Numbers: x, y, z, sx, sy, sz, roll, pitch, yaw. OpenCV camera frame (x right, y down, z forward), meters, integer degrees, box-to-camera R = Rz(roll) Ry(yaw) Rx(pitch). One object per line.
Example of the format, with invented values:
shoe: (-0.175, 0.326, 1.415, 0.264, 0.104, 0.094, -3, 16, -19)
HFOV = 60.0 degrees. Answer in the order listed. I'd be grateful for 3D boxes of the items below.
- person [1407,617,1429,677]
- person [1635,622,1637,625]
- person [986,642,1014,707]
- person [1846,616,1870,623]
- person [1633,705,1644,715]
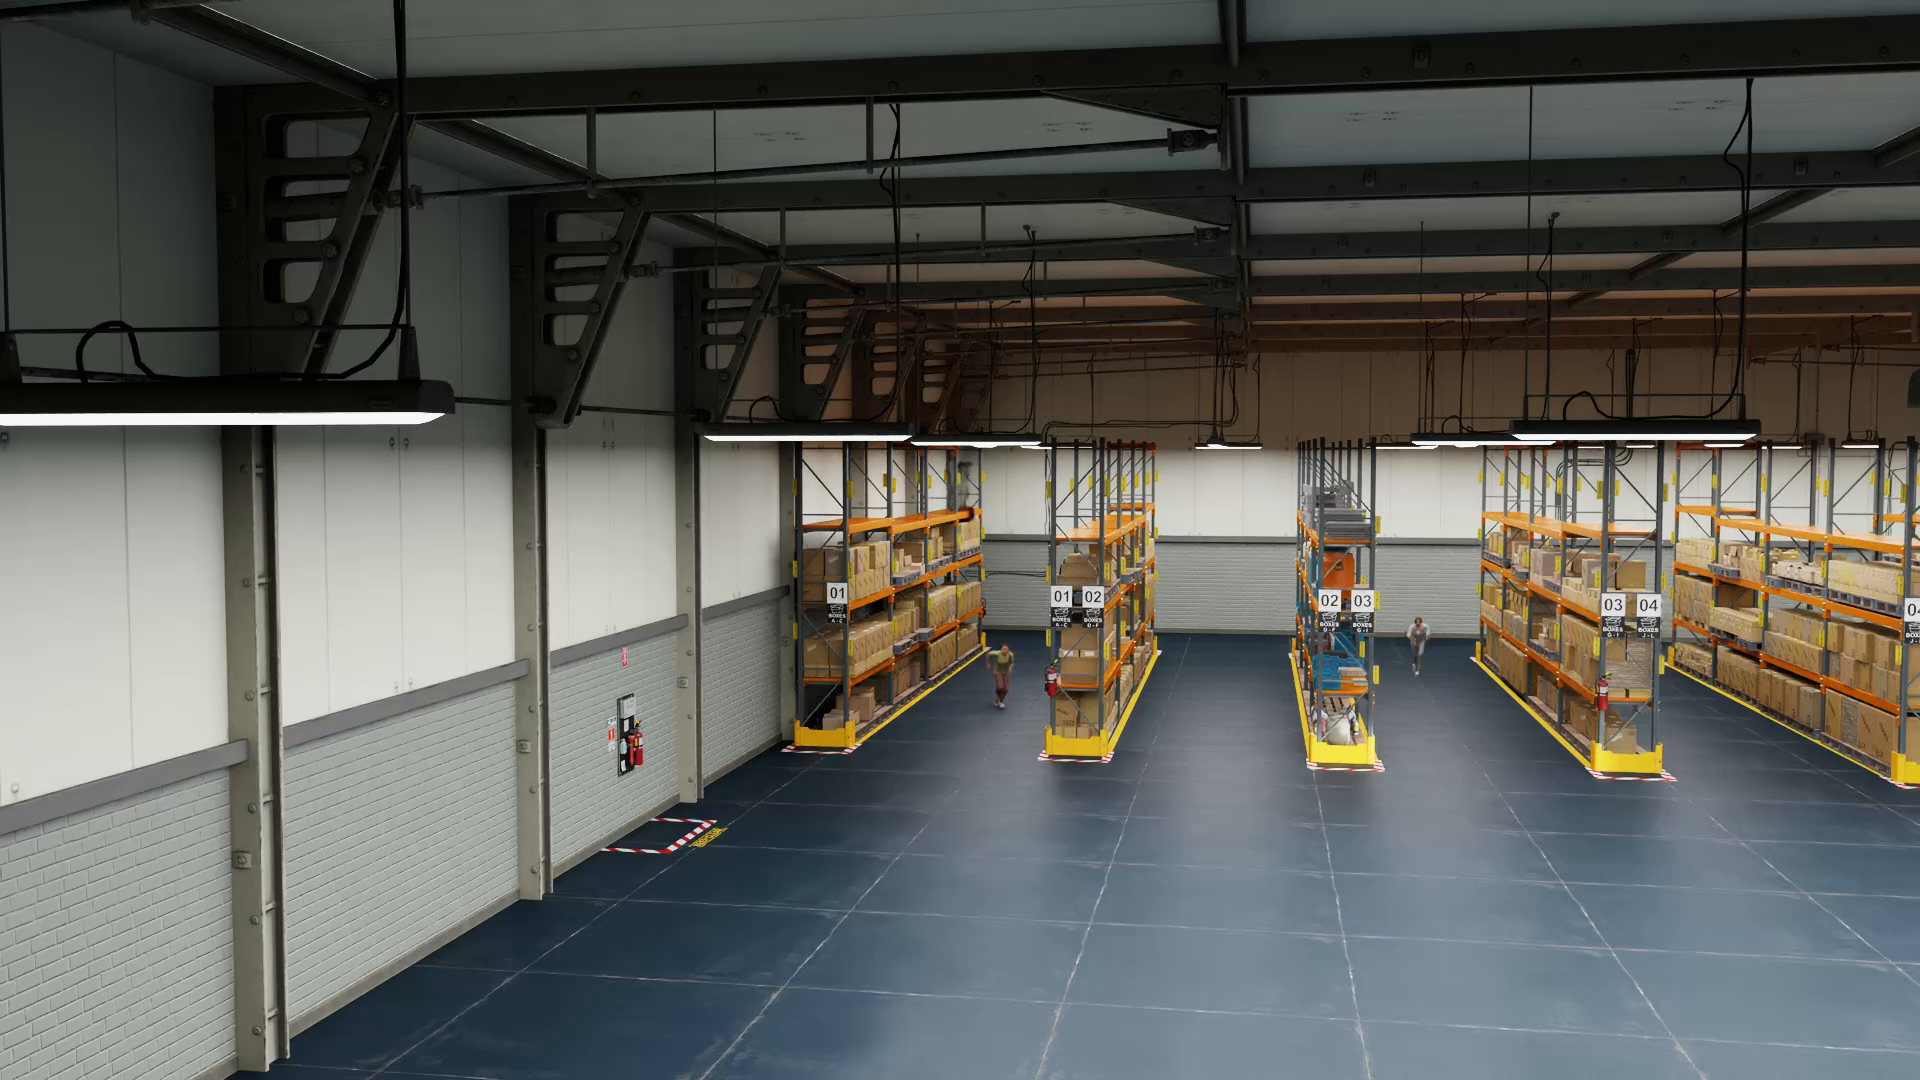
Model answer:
person: (11.767, 2.717, 42.791, 0.573, 1.547, 0.918, 0, 3, 8)
person: (18.732, 2.469, 45.370, 0.848, 1.772, 0.732, -1, 3, -23)
person: (0.898, 3.010, 37.111, 0.606, 1.503, 0.807, -1, 3, -13)
person: (24.317, 2.455, 45.059, 0.876, 1.796, 0.740, 1, 3, 21)
person: (14.896, 2.923, 36.313, 0.644, 1.746, 0.940, 0, 3, 2)
